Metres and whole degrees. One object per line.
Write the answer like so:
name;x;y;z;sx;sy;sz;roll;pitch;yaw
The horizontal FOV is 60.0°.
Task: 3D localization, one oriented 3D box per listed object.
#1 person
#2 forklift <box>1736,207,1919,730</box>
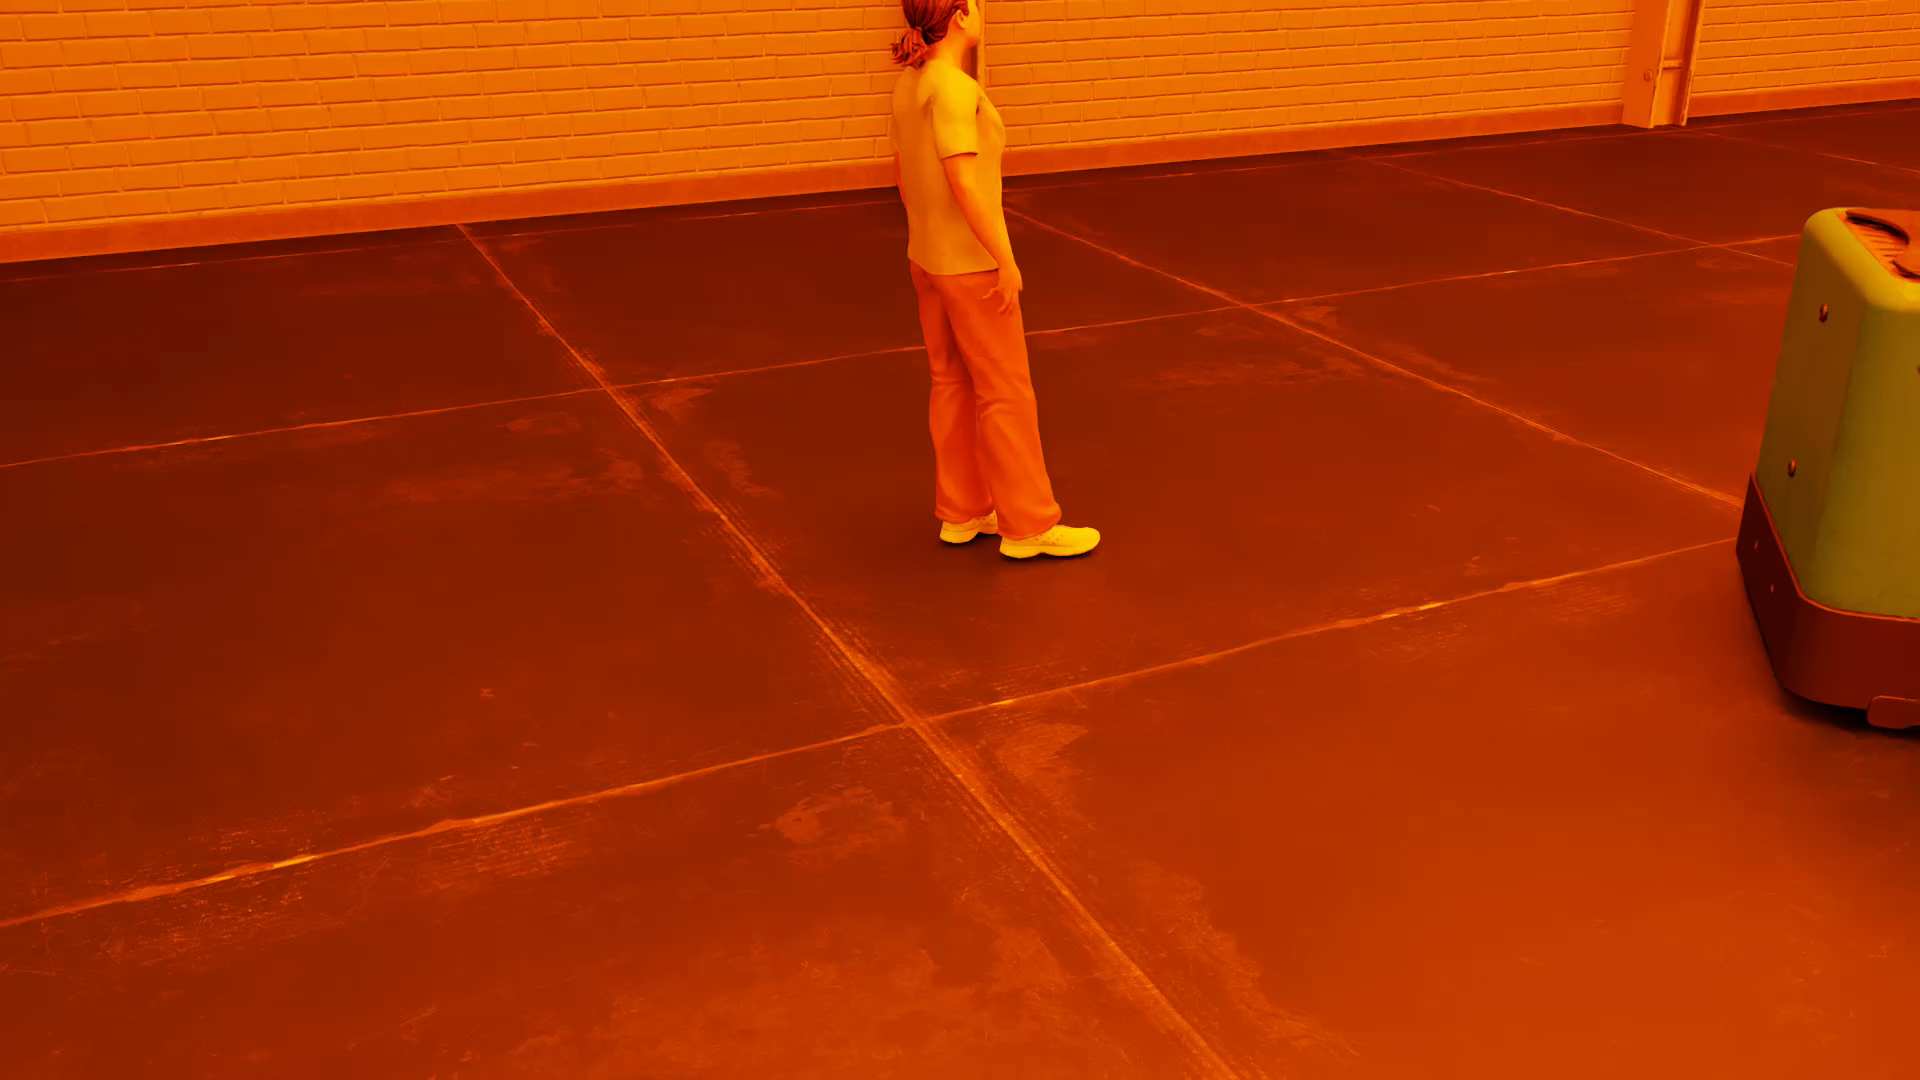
person;0.072;-0.789;4.801;0.549;1.675;0.553;-10;25;-23
forklift;3.584;-0.929;3.522;3.031;2.935;1.130;7;23;15
